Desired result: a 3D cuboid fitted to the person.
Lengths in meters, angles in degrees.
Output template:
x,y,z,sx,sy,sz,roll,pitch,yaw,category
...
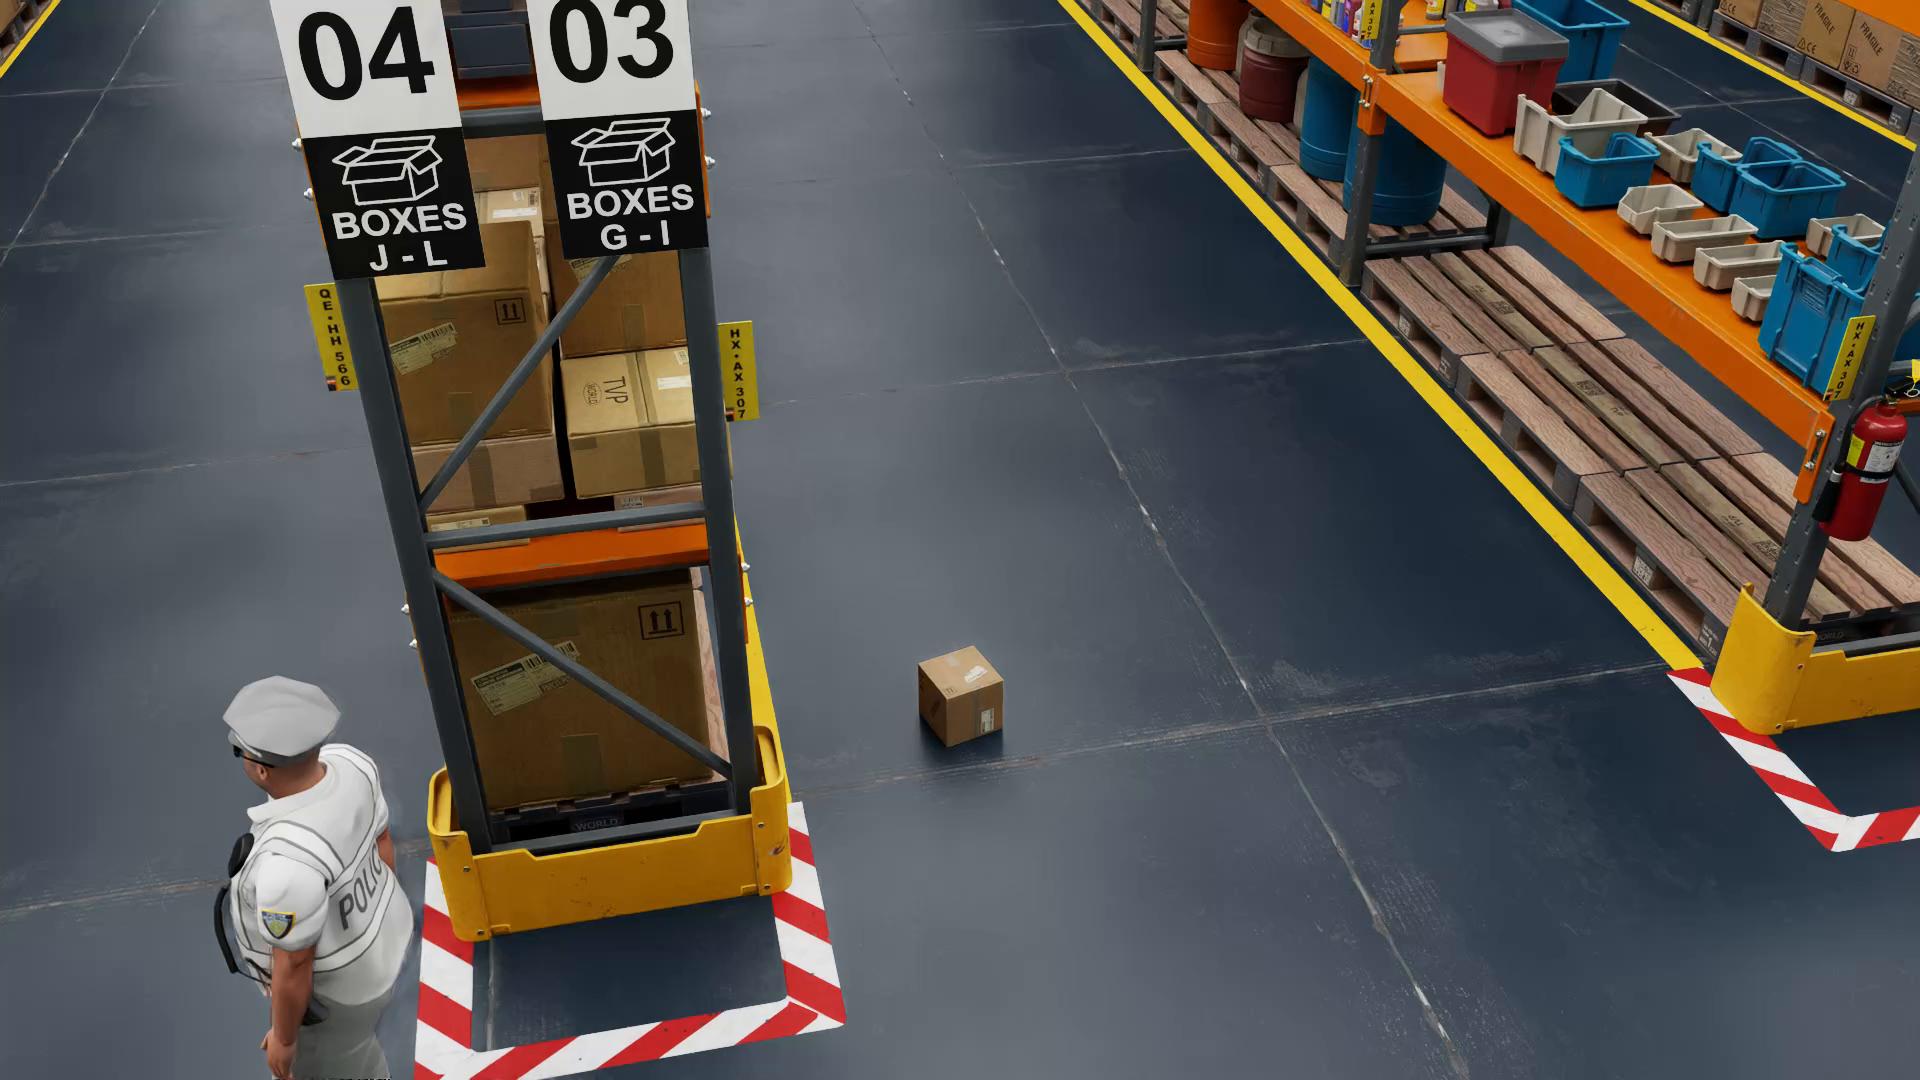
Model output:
x,y,z,sx,sy,sz,roll,pitch,yaw,category
-1.633,1.117,4.436,0.695,1.747,0.578,0,34,-1,person
